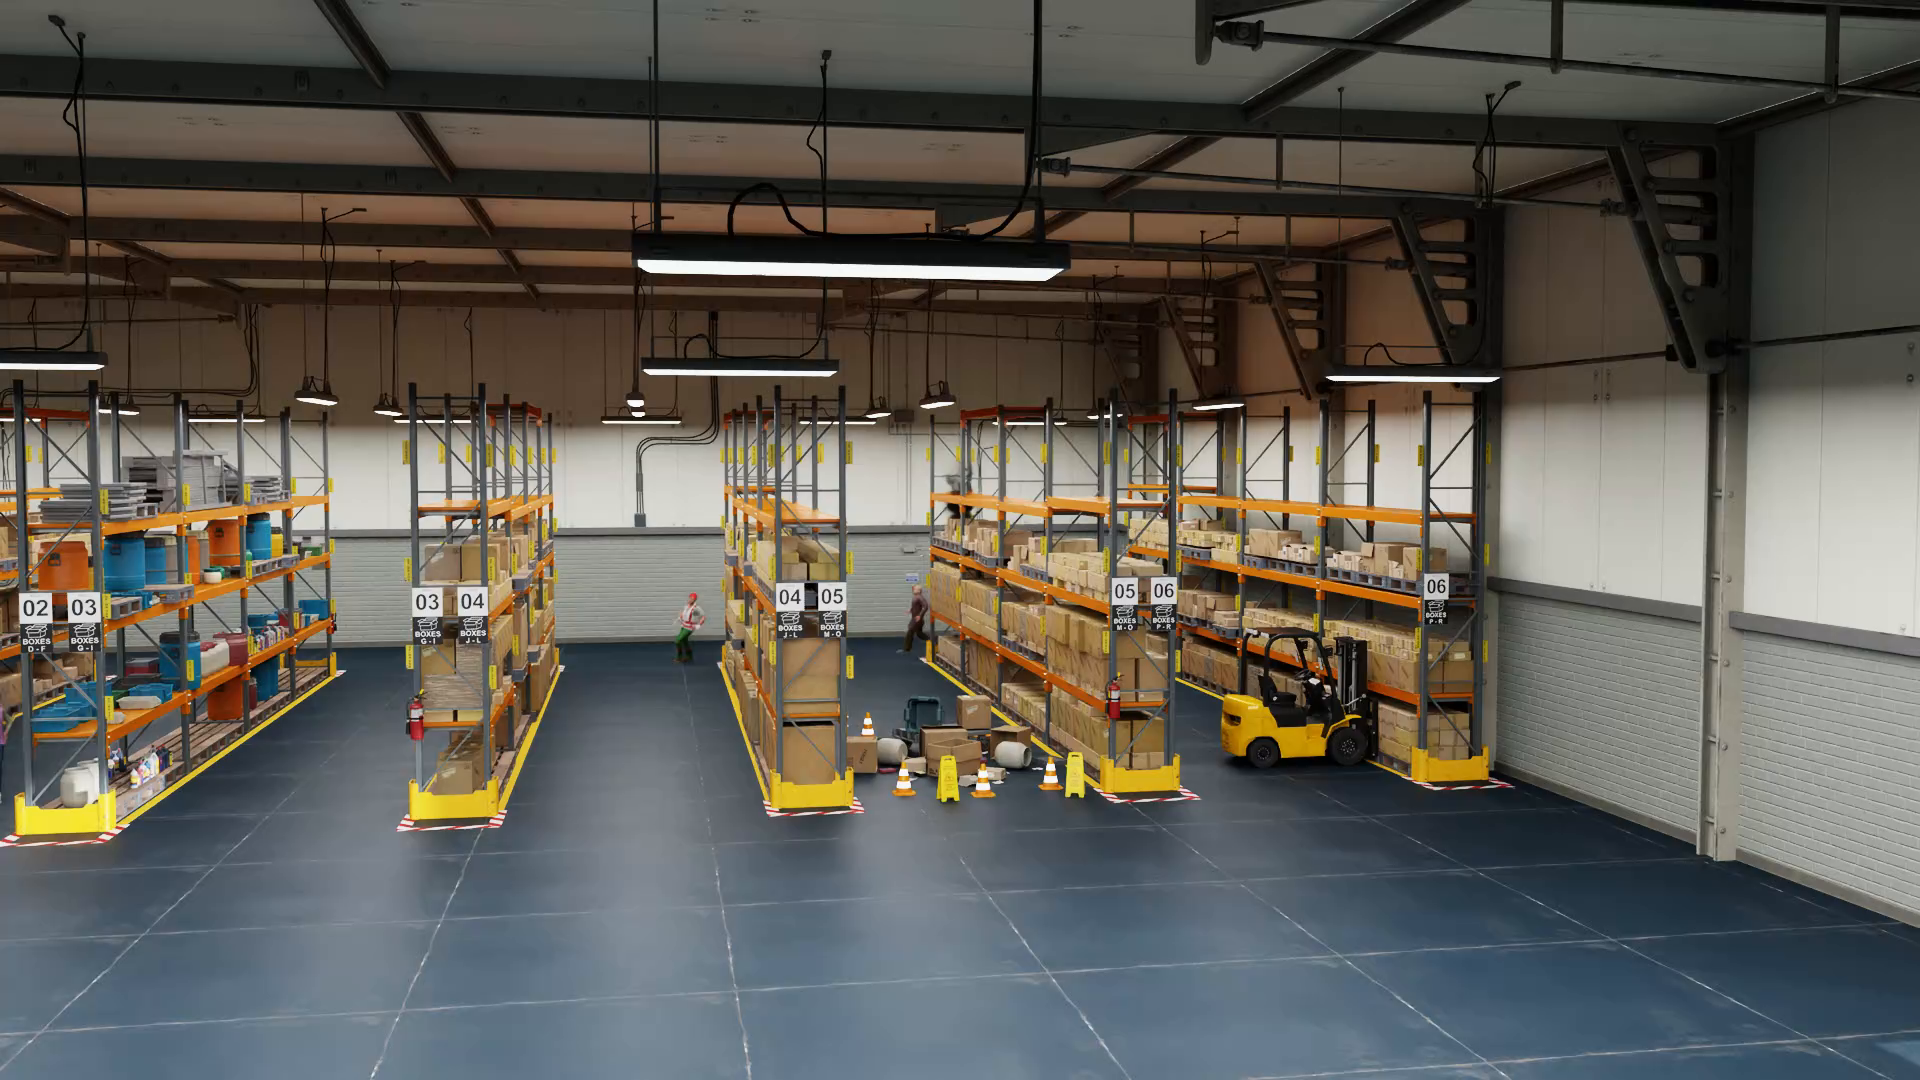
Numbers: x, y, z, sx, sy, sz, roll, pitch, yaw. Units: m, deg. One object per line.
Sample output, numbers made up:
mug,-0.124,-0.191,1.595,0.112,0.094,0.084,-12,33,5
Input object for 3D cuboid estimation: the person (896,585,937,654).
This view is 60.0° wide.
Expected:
person,-1.076,1.995,41.670,1.059,1.739,0.767,0,3,-6

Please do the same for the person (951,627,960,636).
person,-0.023,2.069,41.866,0.716,1.768,0.740,1,3,19

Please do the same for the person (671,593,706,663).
person,-6.602,2.129,40.181,0.707,1.728,0.780,-2,3,-31

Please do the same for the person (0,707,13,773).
person,-13.934,2.964,23.925,0.548,1.572,0.878,-2,3,-31
